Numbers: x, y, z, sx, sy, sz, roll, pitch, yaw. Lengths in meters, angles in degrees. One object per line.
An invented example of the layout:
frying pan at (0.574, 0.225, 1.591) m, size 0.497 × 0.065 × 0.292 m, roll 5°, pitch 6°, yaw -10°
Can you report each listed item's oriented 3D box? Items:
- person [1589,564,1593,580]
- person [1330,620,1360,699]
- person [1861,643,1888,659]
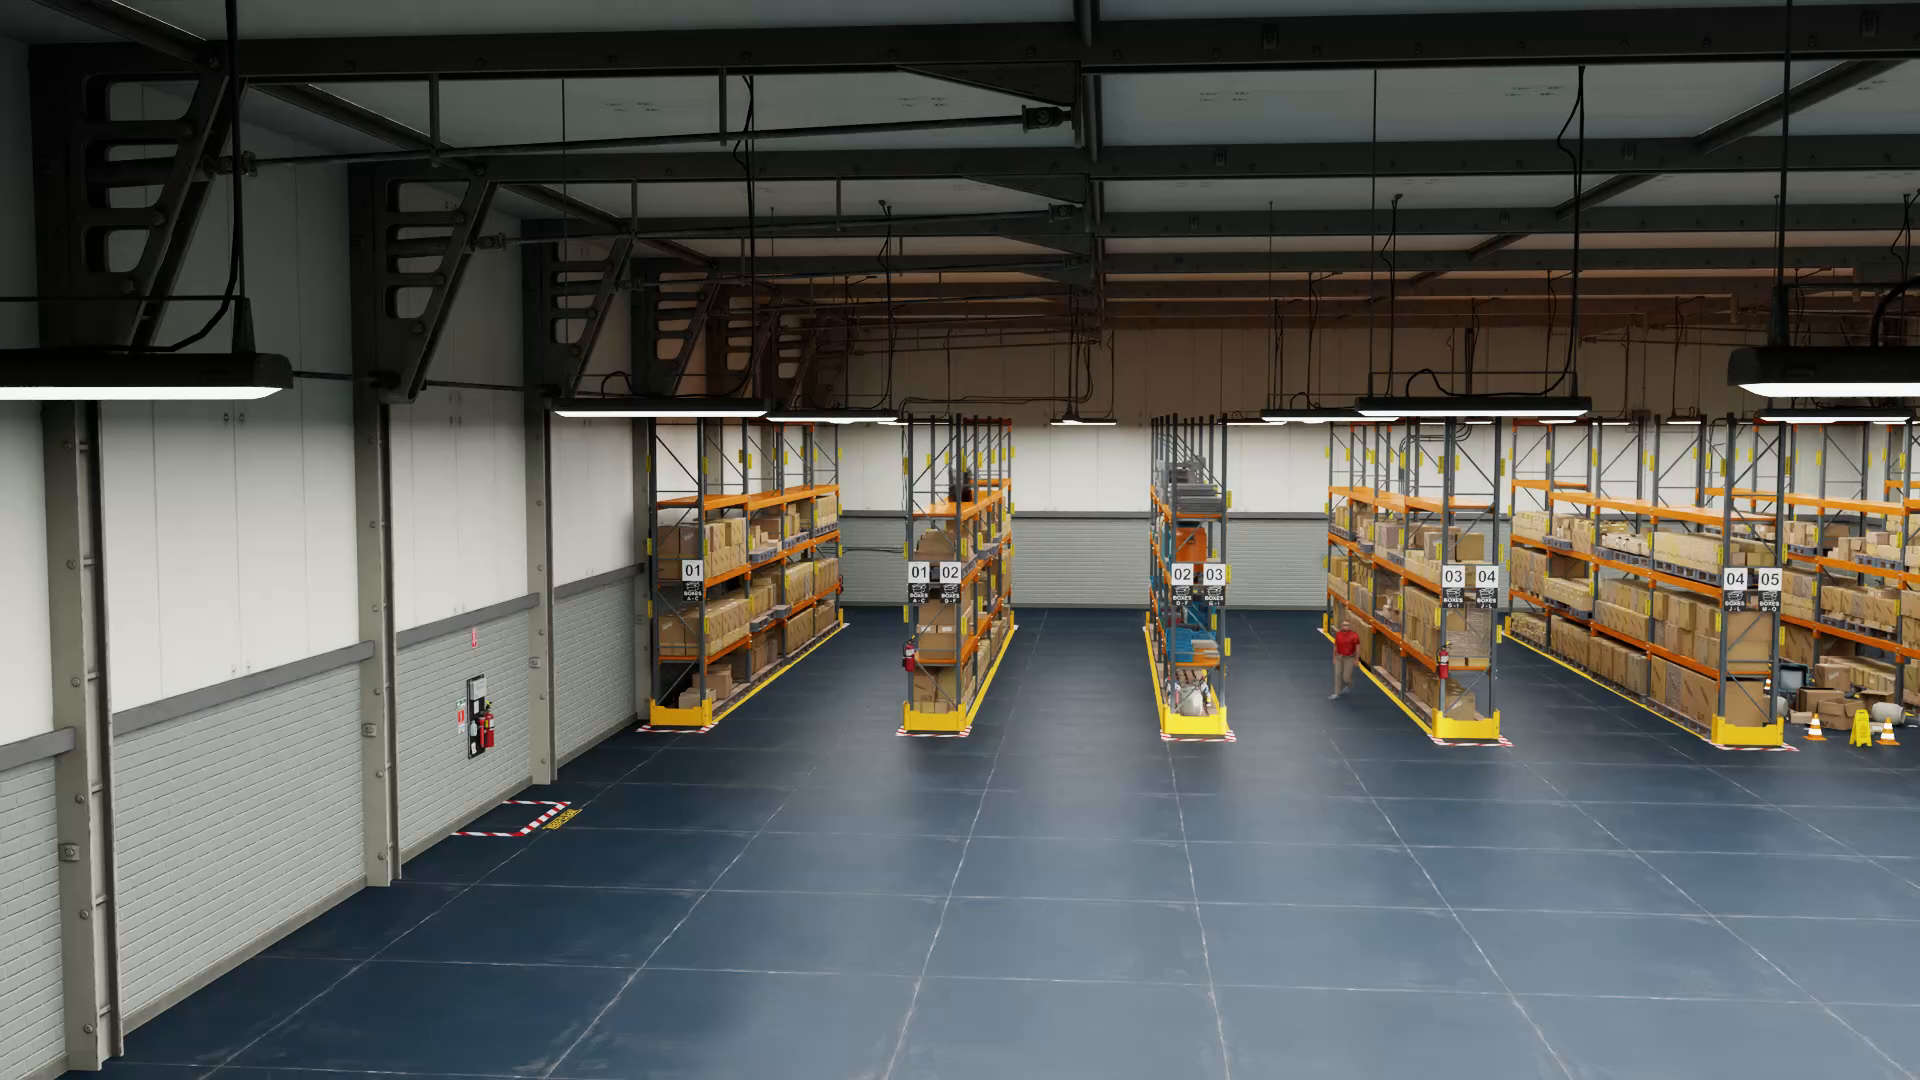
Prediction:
person at (18.202, 1.568, 48.051) m, size 1.066 × 1.767 × 0.703 m, roll -1°, pitch 4°, yaw -15°
person at (8.165, 2.505, 35.017) m, size 0.611 × 1.696 × 0.559 m, roll 3°, pitch 5°, yaw 39°
person at (22.536, 2.185, 41.100) m, size 0.574 × 1.562 × 0.954 m, roll -1°, pitch 4°, yaw -8°
